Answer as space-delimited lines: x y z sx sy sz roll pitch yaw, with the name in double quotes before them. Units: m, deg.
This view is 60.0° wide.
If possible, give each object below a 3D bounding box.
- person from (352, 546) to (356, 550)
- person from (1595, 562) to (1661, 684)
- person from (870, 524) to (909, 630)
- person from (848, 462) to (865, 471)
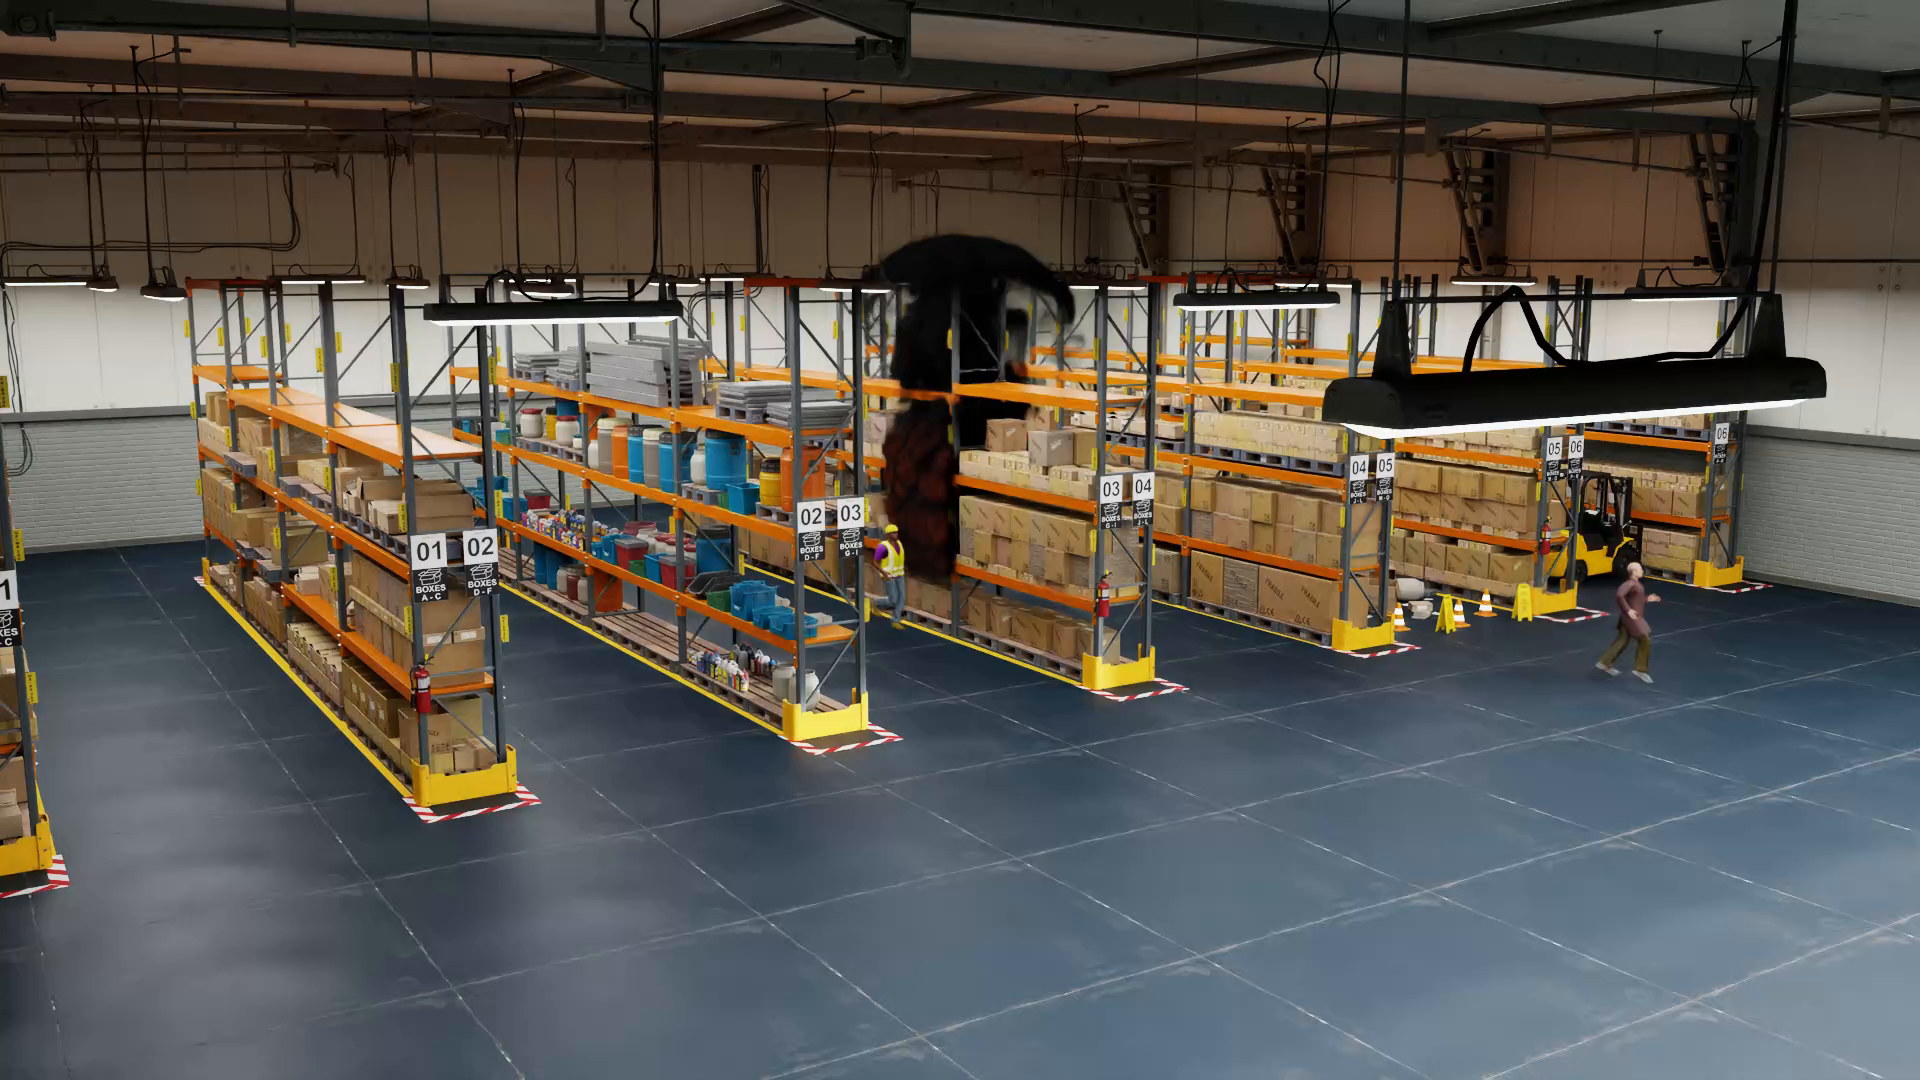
"person" -11.505 0.129 32.091 0.569 1.648 0.924 -7 12 -37
"person" 10.155 1.253 25.243 0.881 1.850 0.688 2 10 12
"person" -1.152 0.596 27.574 0.697 1.745 0.684 9 13 44
"person" -2.537 -1.546 41.860 0.959 1.793 0.711 -5 11 -27
